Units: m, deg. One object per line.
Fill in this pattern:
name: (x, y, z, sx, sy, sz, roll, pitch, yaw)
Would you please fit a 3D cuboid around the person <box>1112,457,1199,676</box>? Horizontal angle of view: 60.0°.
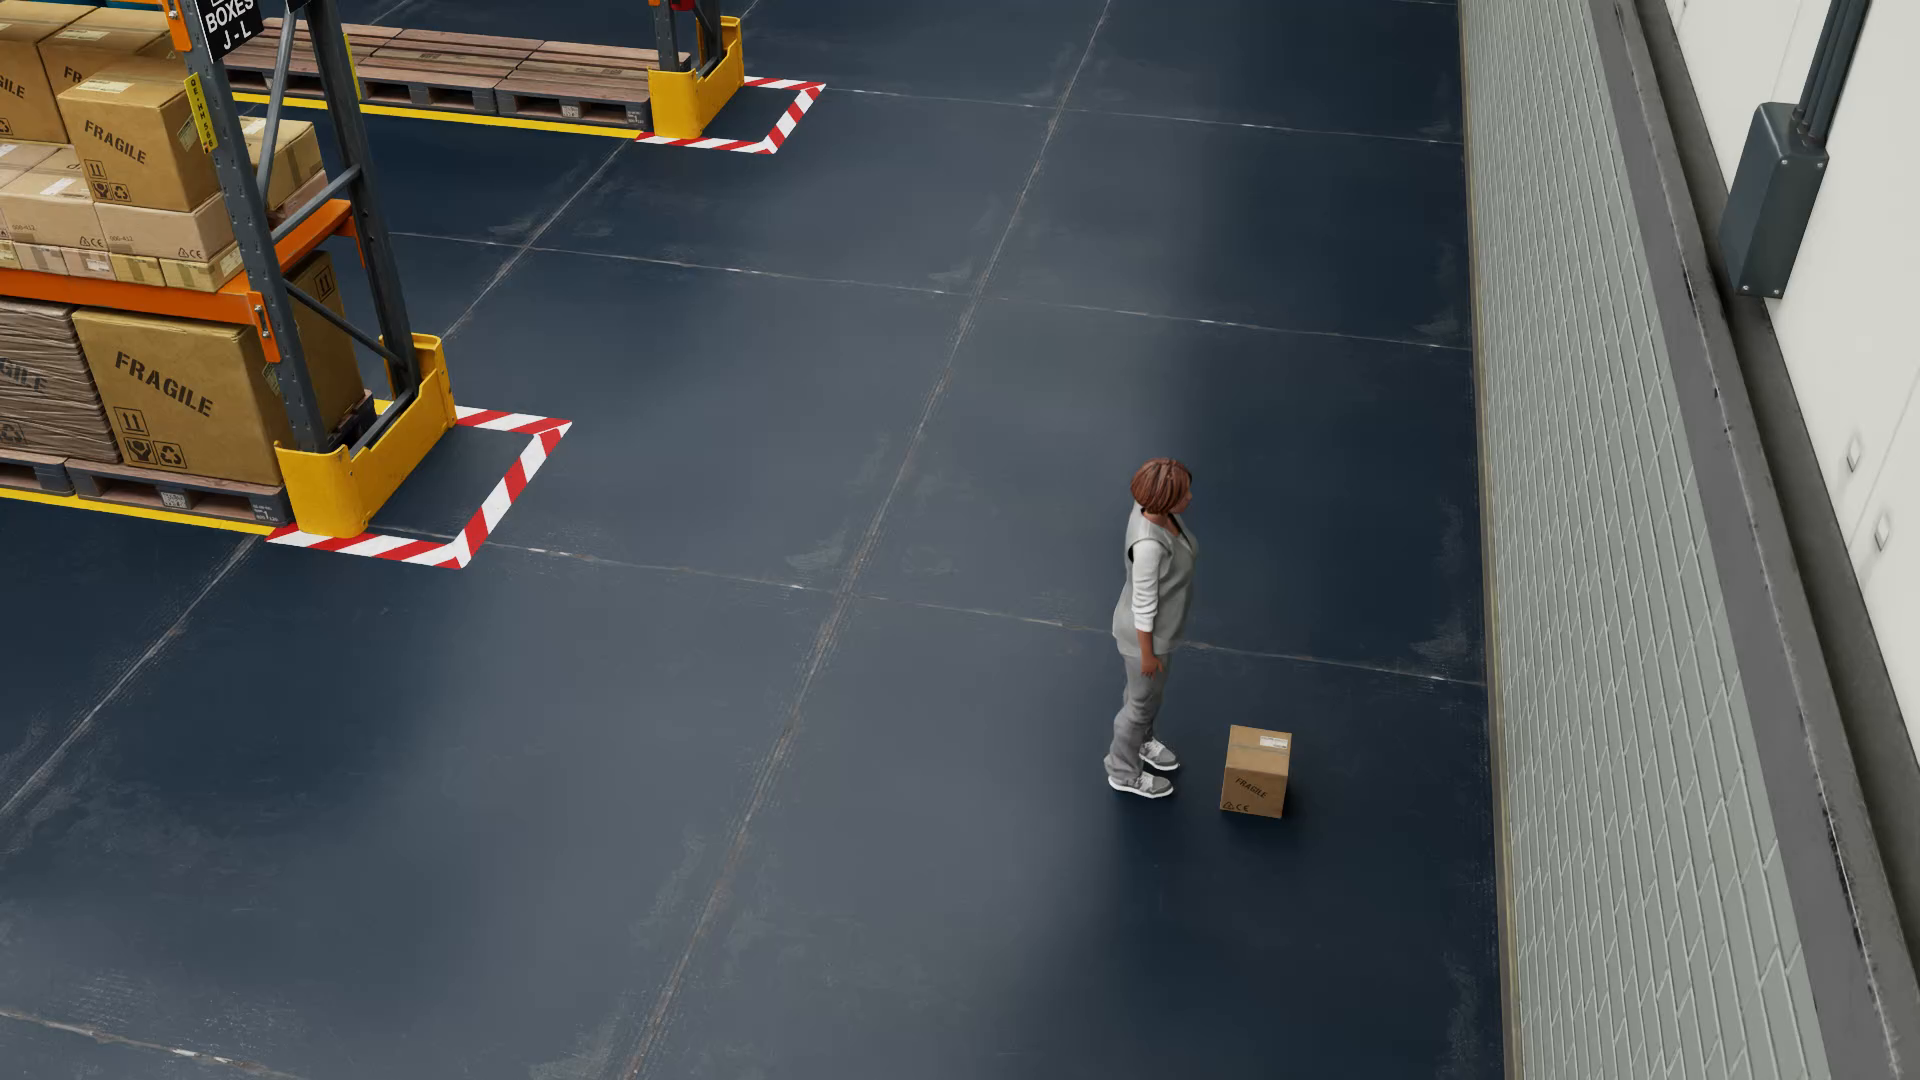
person: (0.748, 0.081, 6.305, 0.302, 0.930, 0.414, 8, 38, 10)
